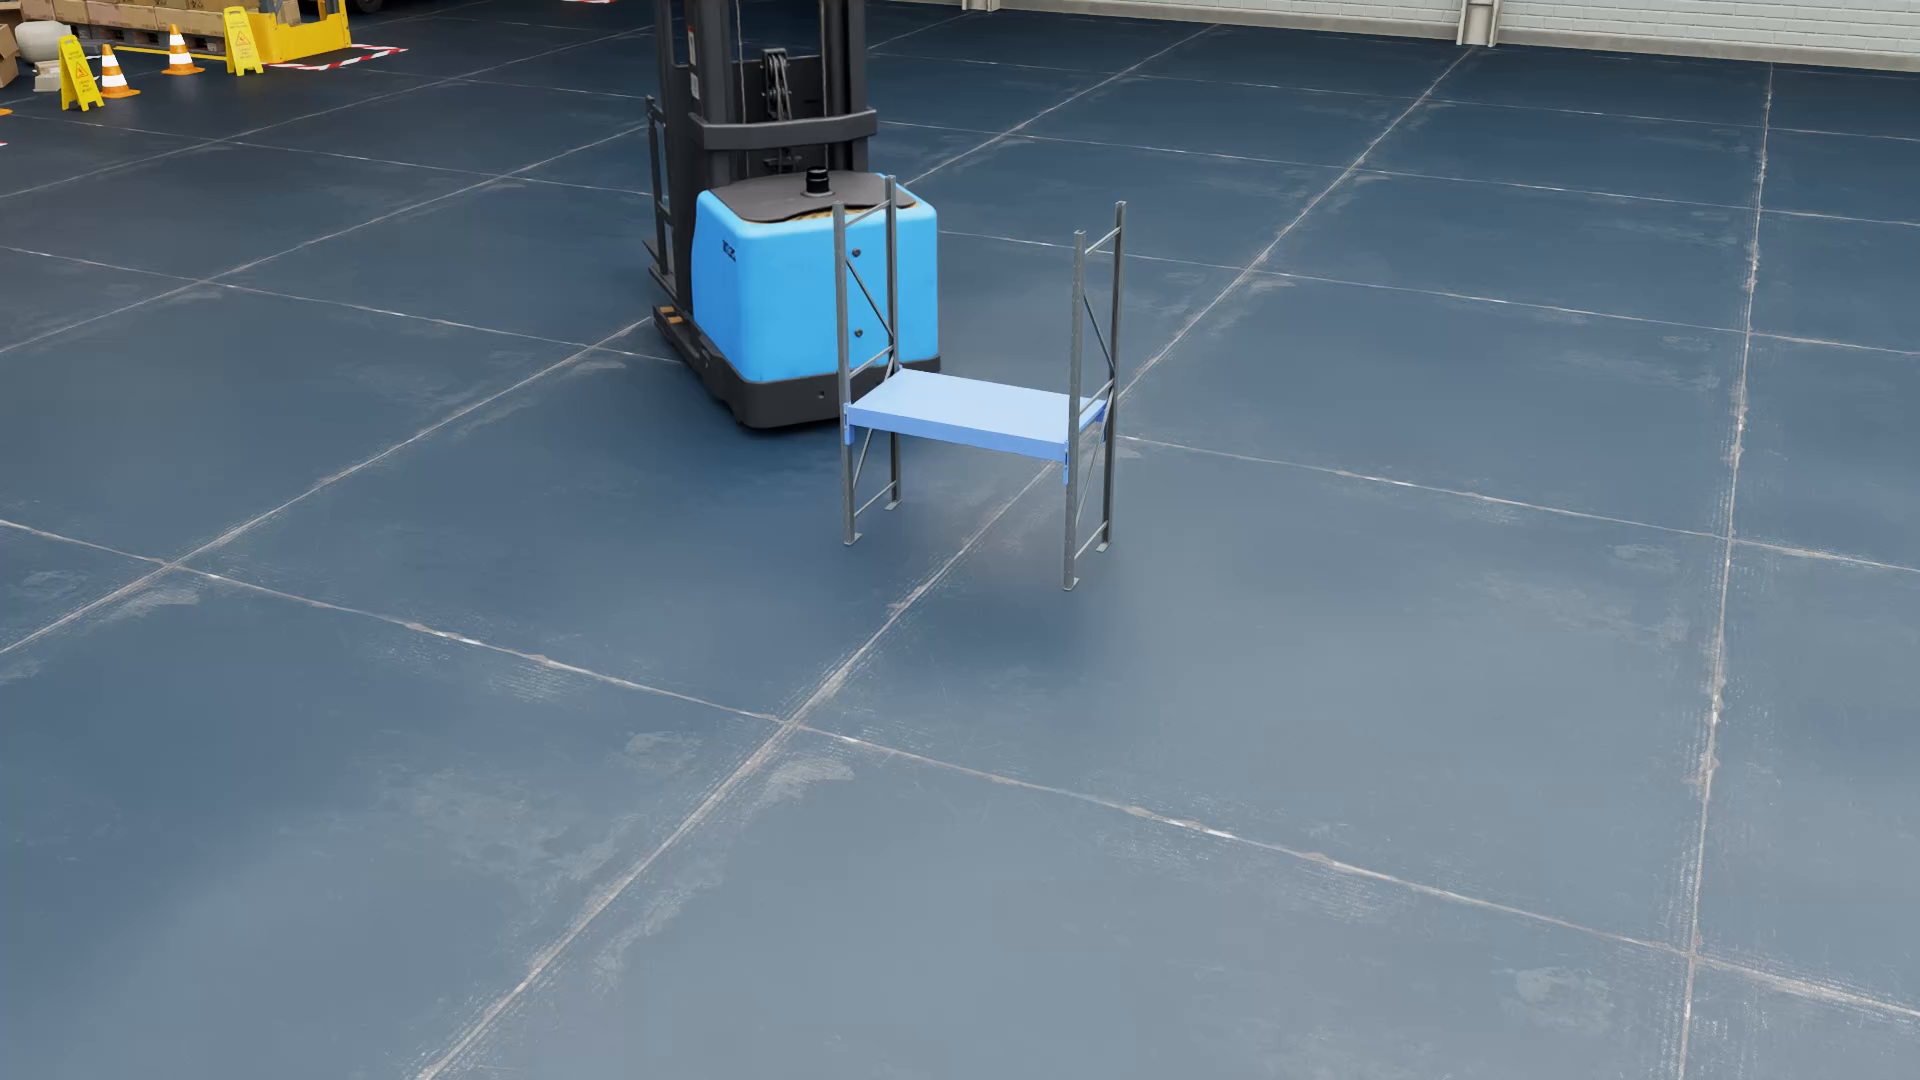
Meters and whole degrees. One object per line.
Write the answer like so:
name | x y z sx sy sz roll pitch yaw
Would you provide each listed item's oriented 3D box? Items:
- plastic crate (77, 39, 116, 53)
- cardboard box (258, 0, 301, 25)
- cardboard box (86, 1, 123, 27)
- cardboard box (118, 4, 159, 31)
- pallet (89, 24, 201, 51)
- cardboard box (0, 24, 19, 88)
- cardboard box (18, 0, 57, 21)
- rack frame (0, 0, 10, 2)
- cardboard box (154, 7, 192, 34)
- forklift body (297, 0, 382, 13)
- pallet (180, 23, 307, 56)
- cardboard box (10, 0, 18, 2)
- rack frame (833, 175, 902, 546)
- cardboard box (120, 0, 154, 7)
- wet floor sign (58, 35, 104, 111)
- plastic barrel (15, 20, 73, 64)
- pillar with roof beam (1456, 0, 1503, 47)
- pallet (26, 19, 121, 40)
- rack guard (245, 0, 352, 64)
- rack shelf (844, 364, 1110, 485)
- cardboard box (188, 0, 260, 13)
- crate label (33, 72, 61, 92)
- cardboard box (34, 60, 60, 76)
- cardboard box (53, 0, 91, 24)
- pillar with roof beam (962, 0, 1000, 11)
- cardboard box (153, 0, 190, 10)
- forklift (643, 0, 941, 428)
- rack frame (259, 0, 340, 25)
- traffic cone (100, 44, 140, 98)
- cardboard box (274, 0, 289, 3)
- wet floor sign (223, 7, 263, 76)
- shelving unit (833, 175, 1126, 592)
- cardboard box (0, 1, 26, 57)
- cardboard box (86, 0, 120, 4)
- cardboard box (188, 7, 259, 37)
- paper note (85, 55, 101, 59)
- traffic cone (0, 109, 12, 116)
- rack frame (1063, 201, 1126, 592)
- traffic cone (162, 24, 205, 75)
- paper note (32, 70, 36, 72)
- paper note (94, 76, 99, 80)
plastic crate | -9.540 -5.363 18.052 0.583 0.080 0.402 2 26 4
cardboard box | -7.608 -5.772 18.215 0.500 0.250 0.500 11 28 21
cardboard box | -9.229 -5.839 18.351 0.500 0.250 0.500 11 28 21
cardboard box | -8.782 -5.744 18.158 0.500 0.250 0.500 10 28 20
pallet | -8.889 -5.708 18.604 1.213 0.211 1.003 11 28 22
cardboard box | -9.635 -4.741 16.311 0.637 0.503 0.797 -7 27 -14
cardboard box | -10.204 -6.028 18.735 0.500 0.250 0.500 10 28 19
rack frame | -10.629 -7.290 18.660 0.127 3.000 1.000 11 28 22
cardboard box | -8.304 -5.651 17.969 0.500 0.250 0.500 11 28 22
forklift body | -7.418 -7.787 20.632 1.214 2.155 2.313 11 28 22
pallet | -7.782 -5.484 18.149 1.213 0.211 1.003 11 28 22
cardboard box | -11.108 -6.394 19.341 0.625 0.372 0.950 12 29 22
rack frame | -0.385 -0.750 7.076 0.032 1.500 0.500 11 28 22
cardboard box | -8.758 -6.080 17.992 0.500 0.500 0.500 11 28 21
wet floor sign | -8.099 -4.284 15.221 0.232 0.644 0.267 6 27 13
plastic barrel | -9.495 -5.171 17.274 0.512 0.421 0.421 -12 29 -23
pillar with roof beam | 3.944 -7.811 12.927 0.400 9.000 9.100 11 28 22
pallet | -10.003 -5.930 19.055 1.213 0.211 1.003 11 28 22
rack guard | -7.057 -5.451 17.755 0.348 0.500 1.175 11 28 22
rack shelf | 0.078 -0.496 6.967 1.000 0.185 0.538 11 28 22
cardboard box | -7.825 -5.891 17.608 0.500 0.500 0.500 12 28 22
crate label | -8.805 -4.444 16.122 0.298 0.136 0.250 -2 26 -5
cardboard box | -9.017 -4.707 16.641 0.380 0.149 0.250 -18 31 -31
cardboard box | -9.713 -5.935 18.546 0.500 0.250 0.500 13 29 25
pillar with roof beam | -1.518 -8.908 15.155 0.400 9.000 9.100 11 28 22
cardboard box | -8.302 -5.985 17.799 0.500 0.500 0.500 12 29 24
forklift | -1.135 -2.492 8.994 1.130 2.935 3.031 -11 28 -20
rack frame | -6.988 -6.558 17.175 0.127 3.000 1.000 11 28 22
traffic cone | -8.063 -4.472 15.808 0.334 0.463 0.336 11 28 22
cardboard box | -7.630 -6.112 18.057 0.500 0.500 0.500 10 28 20
wet floor sign | -7.258 -5.037 16.750 0.232 0.644 0.267 23 35 39
shelving unit | 0.078 -0.657 6.887 1.048 1.500 0.538 11 28 22
cardboard box | -10.217 -5.426 17.702 0.500 0.500 0.500 -12 29 -23
cardboard box | -9.241 -6.176 18.186 0.500 0.500 0.500 13 29 24
cardboard box | -7.857 -5.557 17.779 0.500 0.250 0.500 11 28 22
paper note | -9.197 -5.119 17.613 0.148 0.019 0.142 2 26 4
traffic cone | -8.841 -4.079 15.012 0.334 0.463 0.336 11 28 22
rack frame | 0.540 -0.564 6.698 0.032 1.500 0.500 11 28 22
traffic cone | -7.913 -4.980 16.841 0.334 0.463 0.336 11 28 22
paper note | -9.384 -4.809 16.996 0.142 0.019 0.148 23 35 39
paper note | -8.673 -4.599 16.556 0.142 0.019 0.148 2 26 4
